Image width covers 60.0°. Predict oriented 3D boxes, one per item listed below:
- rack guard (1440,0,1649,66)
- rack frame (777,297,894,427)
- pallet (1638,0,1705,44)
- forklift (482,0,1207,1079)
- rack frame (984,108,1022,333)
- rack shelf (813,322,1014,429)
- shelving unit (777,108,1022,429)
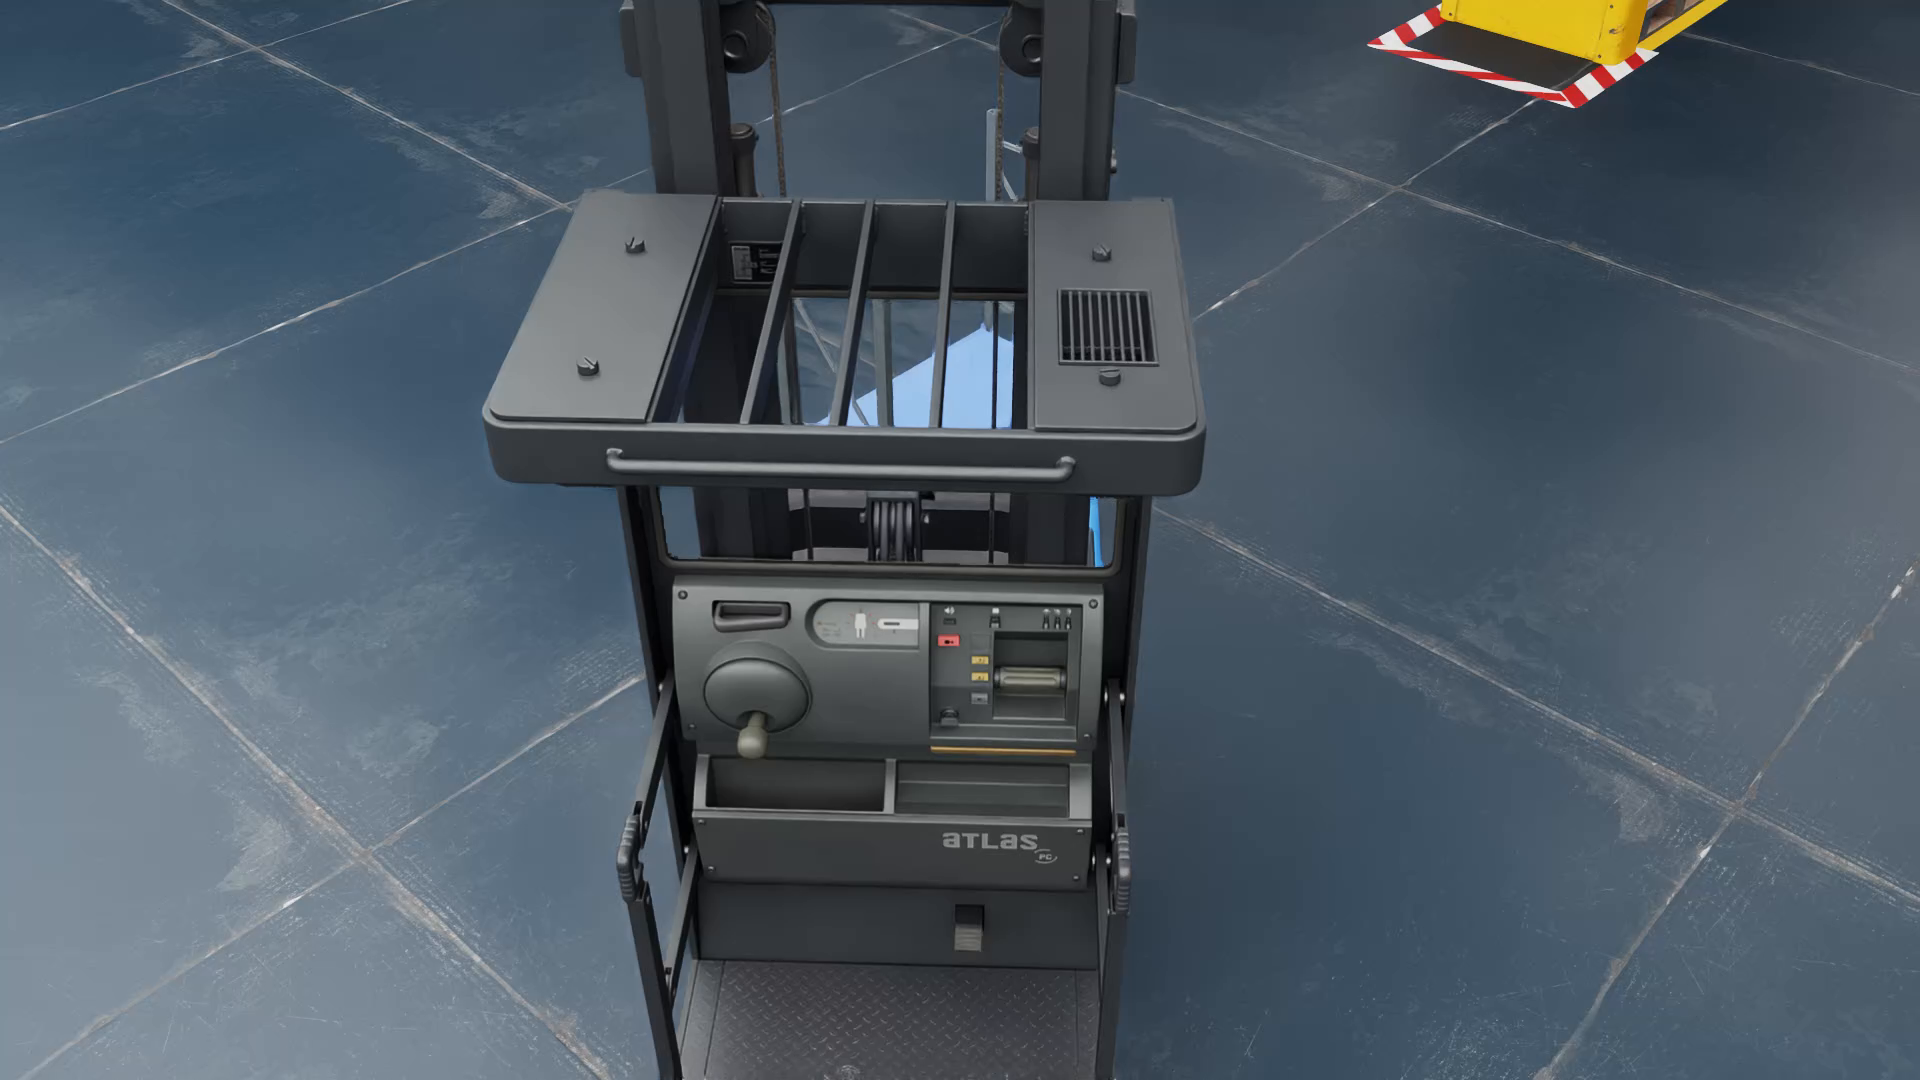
[{"bbox_3d":[3.506,-3.284,9.979,1.175,0.500,0.348,30,47,32],"label":"rack guard"},{"bbox_3d":[-0.400,-0.314,5.440,0.500,1.500,0.032,30,47,32],"label":"rack frame"},{"bbox_3d":[4.081,-3.530,10.519,1.003,0.211,1.213,30,47,32],"label":"pallet"},{"bbox_3d":[-0.162,0.357,3.446,1.130,2.935,3.031,1,39,2],"label":"forklift"},{"bbox_3d":[0.285,-0.781,6.028,0.500,1.500,0.032,30,47,32],"label":"rack frame"},{"bbox_3d":[-0.058,-0.407,5.846,0.538,0.185,1.000,30,47,32],"label":"rack shelf"},{"bbox_3d":[-0.058,-0.548,5.734,0.538,1.500,1.048,30,47,32],"label":"shelving unit"}]
